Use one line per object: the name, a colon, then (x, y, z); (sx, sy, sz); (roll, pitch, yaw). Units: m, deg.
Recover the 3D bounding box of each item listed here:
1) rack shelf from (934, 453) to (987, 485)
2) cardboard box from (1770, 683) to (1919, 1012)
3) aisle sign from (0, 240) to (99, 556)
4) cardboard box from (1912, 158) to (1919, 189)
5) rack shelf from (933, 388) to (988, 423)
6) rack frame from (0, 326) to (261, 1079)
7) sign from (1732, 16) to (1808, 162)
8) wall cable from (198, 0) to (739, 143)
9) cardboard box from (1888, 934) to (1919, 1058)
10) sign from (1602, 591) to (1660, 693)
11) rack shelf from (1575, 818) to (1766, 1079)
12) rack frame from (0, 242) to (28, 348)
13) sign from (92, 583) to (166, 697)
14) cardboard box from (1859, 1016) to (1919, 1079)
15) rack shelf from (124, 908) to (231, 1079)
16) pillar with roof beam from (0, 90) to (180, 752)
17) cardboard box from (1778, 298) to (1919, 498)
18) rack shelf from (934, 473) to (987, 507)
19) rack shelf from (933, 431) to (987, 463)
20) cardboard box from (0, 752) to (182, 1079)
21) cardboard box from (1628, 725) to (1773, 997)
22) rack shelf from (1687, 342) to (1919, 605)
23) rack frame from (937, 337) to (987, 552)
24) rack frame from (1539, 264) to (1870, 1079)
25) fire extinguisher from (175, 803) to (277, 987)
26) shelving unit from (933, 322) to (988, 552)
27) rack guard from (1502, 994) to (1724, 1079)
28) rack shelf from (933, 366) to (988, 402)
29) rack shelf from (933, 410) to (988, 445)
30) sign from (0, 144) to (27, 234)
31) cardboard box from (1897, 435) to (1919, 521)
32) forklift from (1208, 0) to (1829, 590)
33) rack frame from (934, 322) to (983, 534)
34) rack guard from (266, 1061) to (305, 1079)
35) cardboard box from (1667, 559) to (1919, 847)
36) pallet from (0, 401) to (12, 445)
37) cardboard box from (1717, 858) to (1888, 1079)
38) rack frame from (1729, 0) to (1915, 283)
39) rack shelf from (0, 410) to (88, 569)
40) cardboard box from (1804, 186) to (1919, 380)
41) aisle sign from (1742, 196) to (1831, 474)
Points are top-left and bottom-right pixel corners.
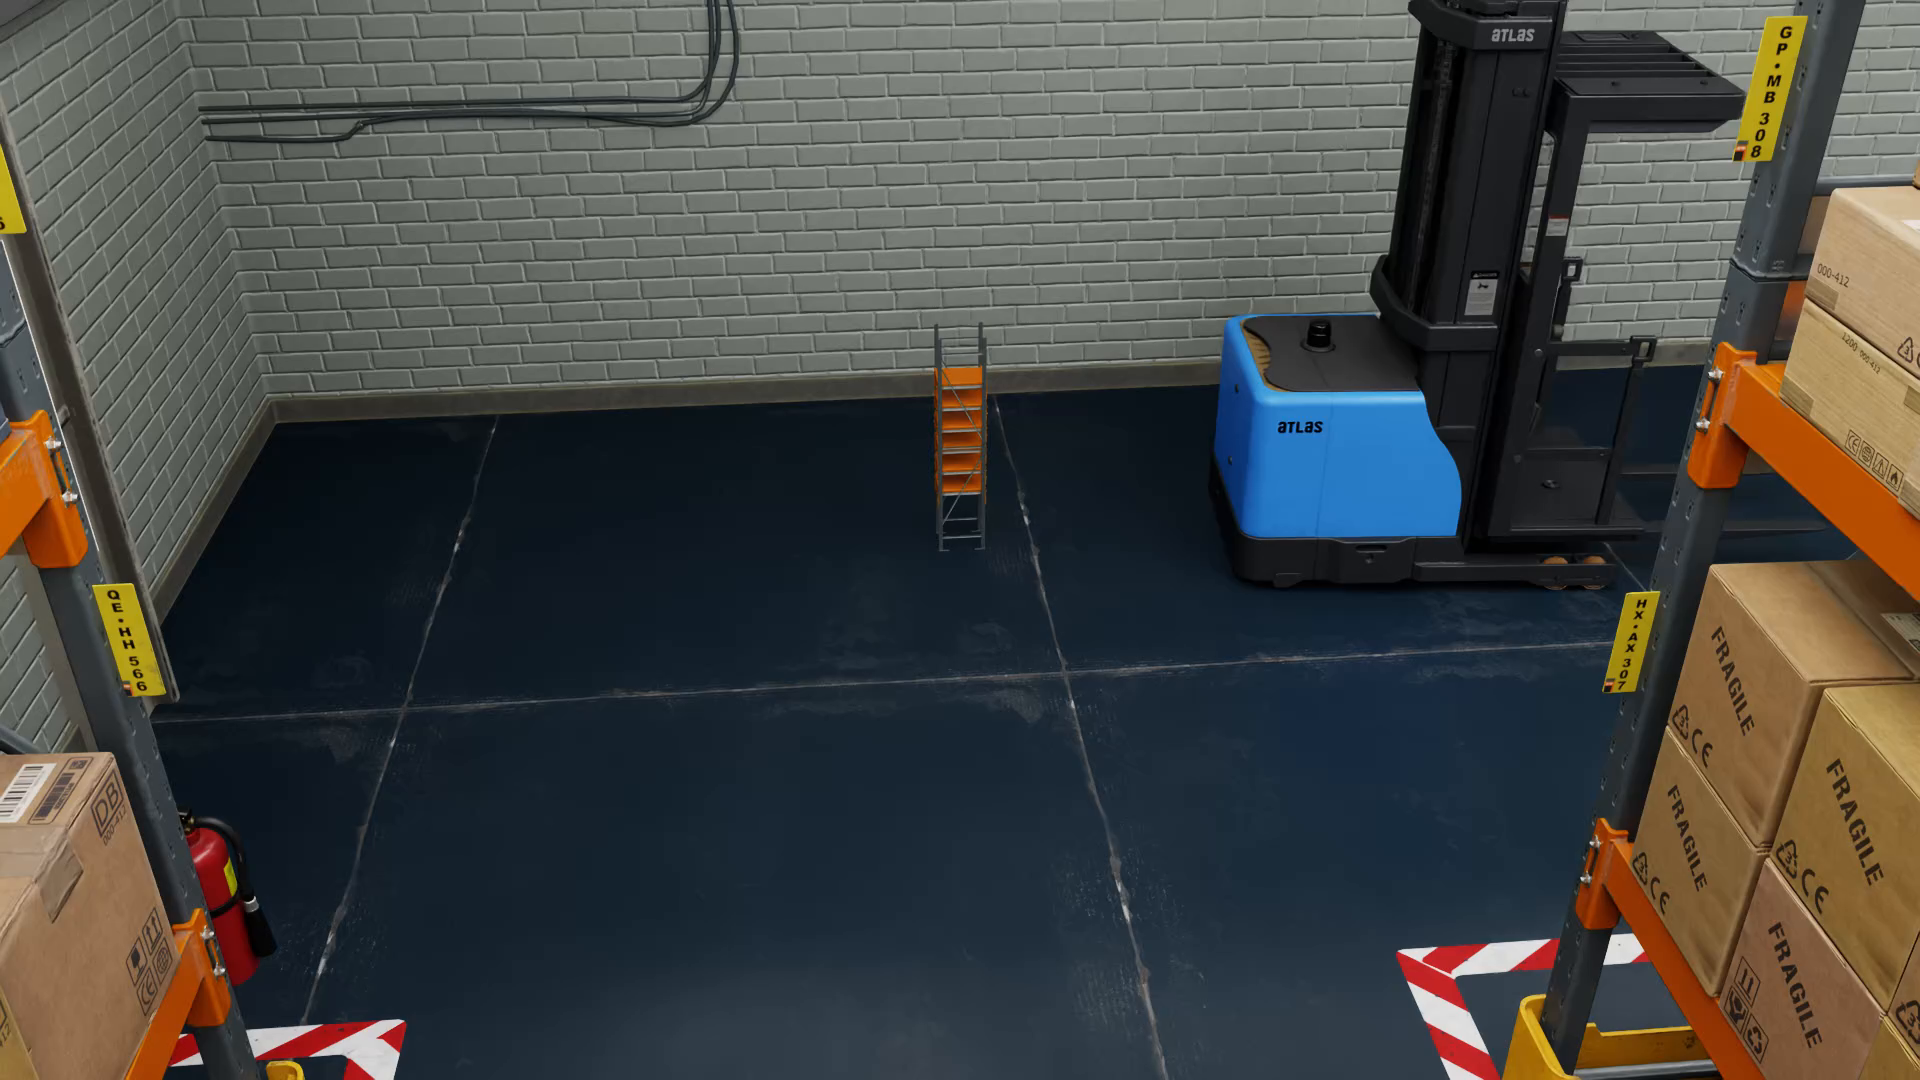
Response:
rack shelf: (0.001, -0.367, 8.514); (0.258, 0.103, 0.180); (-3, 31, -5)
cardboard box: (2.199, 0.659, 3.649); (0.500, 0.500, 0.500); (-2, 31, -4)
aisle sign: (-2.276, -0.303, 3.797); (0.394, 0.787, 0.004); (-3, 31, -5)
cardboard box: (2.428, -0.873, 3.289); (0.700, 0.500, 0.500); (-3, 31, -5)
rack shelf: (0.001, -0.676, 8.330); (0.258, 0.103, 0.180); (-3, 31, -5)
rack frame: (-2.568, 0.864, 4.378); (1.000, 3.000, 0.127); (-3, 31, -5)
sign: (1.824, -1.012, 3.741); (0.100, 0.325, 0.005); (-3, 31, -5)
wall cable: (-2.740, -3.283, 8.499); (3.097, 2.526, 0.112); (-3, 31, -5)
cardboard box: (2.241, 0.914, 3.221); (0.500, 0.500, 0.500); (-2, 31, -4)
sign: (1.824, 0.280, 4.512); (0.100, 0.325, 0.005); (-3, 31, -5)
rack shelf: (2.551, 1.955, 3.253); (1.077, 0.370, 4.000); (-3, 31, -5)
rack frame: (-2.568, -1.711, 2.839); (1.000, 3.000, 0.127); (-3, 31, -5)
sign: (-2.026, 0.247, 4.052); (0.100, 0.325, 0.005); (-3, 31, -5)
cardboard box: (2.240, 1.341, 3.482); (0.500, 0.500, 0.500); (-3, 31, -5)
rack shelf: (-2.381, 2.194, 2.853); (1.077, 0.370, 4.000); (-3, 31, -5)
pillar with roof beam: (0.605, -3.254, 5.423); (9.100, 9.000, 0.400); (-3, 31, -5)
cardboard box: (2.159, -0.324, 3.588); (0.500, 0.250, 0.500); (-3, 31, -5)
rack shelf: (0.001, -0.264, 8.576); (0.258, 0.103, 0.180); (-3, 31, -5)
rack shelf: (0.001, -0.470, 8.453); (0.258, 0.103, 0.180); (-3, 31, -5)
cardboard box: (-2.510, 0.996, 3.866); (0.980, 0.700, 0.700); (-1, 31, -2)
cardboard box: (2.143, 0.821, 4.352); (0.500, 0.500, 0.500); (-2, 31, -4)
rack shelf: (2.551, 0.667, 2.484); (1.077, 0.370, 4.000); (-3, 31, -5)
rack frame: (0.010, -0.461, 8.352); (0.240, 1.200, 0.006); (-3, 31, -5)
rack frame: (2.364, 0.625, 4.778); (1.000, 3.000, 0.127); (-3, 31, -5)
fire extinguisher: (-2.122, 0.959, 4.659); (0.296, 0.674, 0.183); (-3, 31, -5)
shelving unit: (0.001, -0.508, 8.430); (0.258, 1.200, 0.189); (-3, 31, -5)
rack guard: (2.371, 1.737, 5.354); (1.175, 0.500, 0.348); (-3, 31, -5)
rack shelf: (0.001, -0.779, 8.268); (0.258, 0.103, 0.180); (-3, 31, -5)
rack shelf: (0.001, -0.573, 8.391); (0.258, 0.103, 0.180); (-3, 31, -5)
sign: (-2.026, -0.788, 3.433); (0.100, 0.325, 0.005); (-3, 31, -5)
cardboard box: (2.193, -0.068, 3.159); (0.500, 0.250, 0.500); (-3, 31, -5)
forklift: (2.879, -1.279, 8.034); (3.031, 2.935, 1.130); (-1, 31, -1)
rack frame: (-0.007, -0.554, 8.508); (0.240, 1.200, 0.006); (-3, 31, -5)
rack guard: (-2.570, 1.925, 5.039); (1.175, 0.500, 0.348); (-3, 31, -5)
cardboard box: (2.143, 0.392, 4.096); (0.500, 0.500, 0.500); (-2, 31, -3)
pallet: (-2.488, -0.007, 2.998); (1.003, 0.211, 1.213); (-3, 31, -5)
cardboard box: (2.196, 1.085, 3.911); (0.500, 0.500, 0.500); (-3, 31, -5)
rack frame: (2.364, -1.950, 3.240); (1.000, 3.000, 0.127); (-3, 31, -5)
rack shelf: (-2.381, 0.907, 2.083); (1.077, 0.370, 4.000); (-3, 31, -5)
cardboard box: (2.153, -0.538, 3.459); (0.500, 0.250, 0.500); (-3, 31, -5)
aisle sign: (2.065, -0.512, 4.146); (0.394, 0.787, 0.004); (-3, 31, -5)
